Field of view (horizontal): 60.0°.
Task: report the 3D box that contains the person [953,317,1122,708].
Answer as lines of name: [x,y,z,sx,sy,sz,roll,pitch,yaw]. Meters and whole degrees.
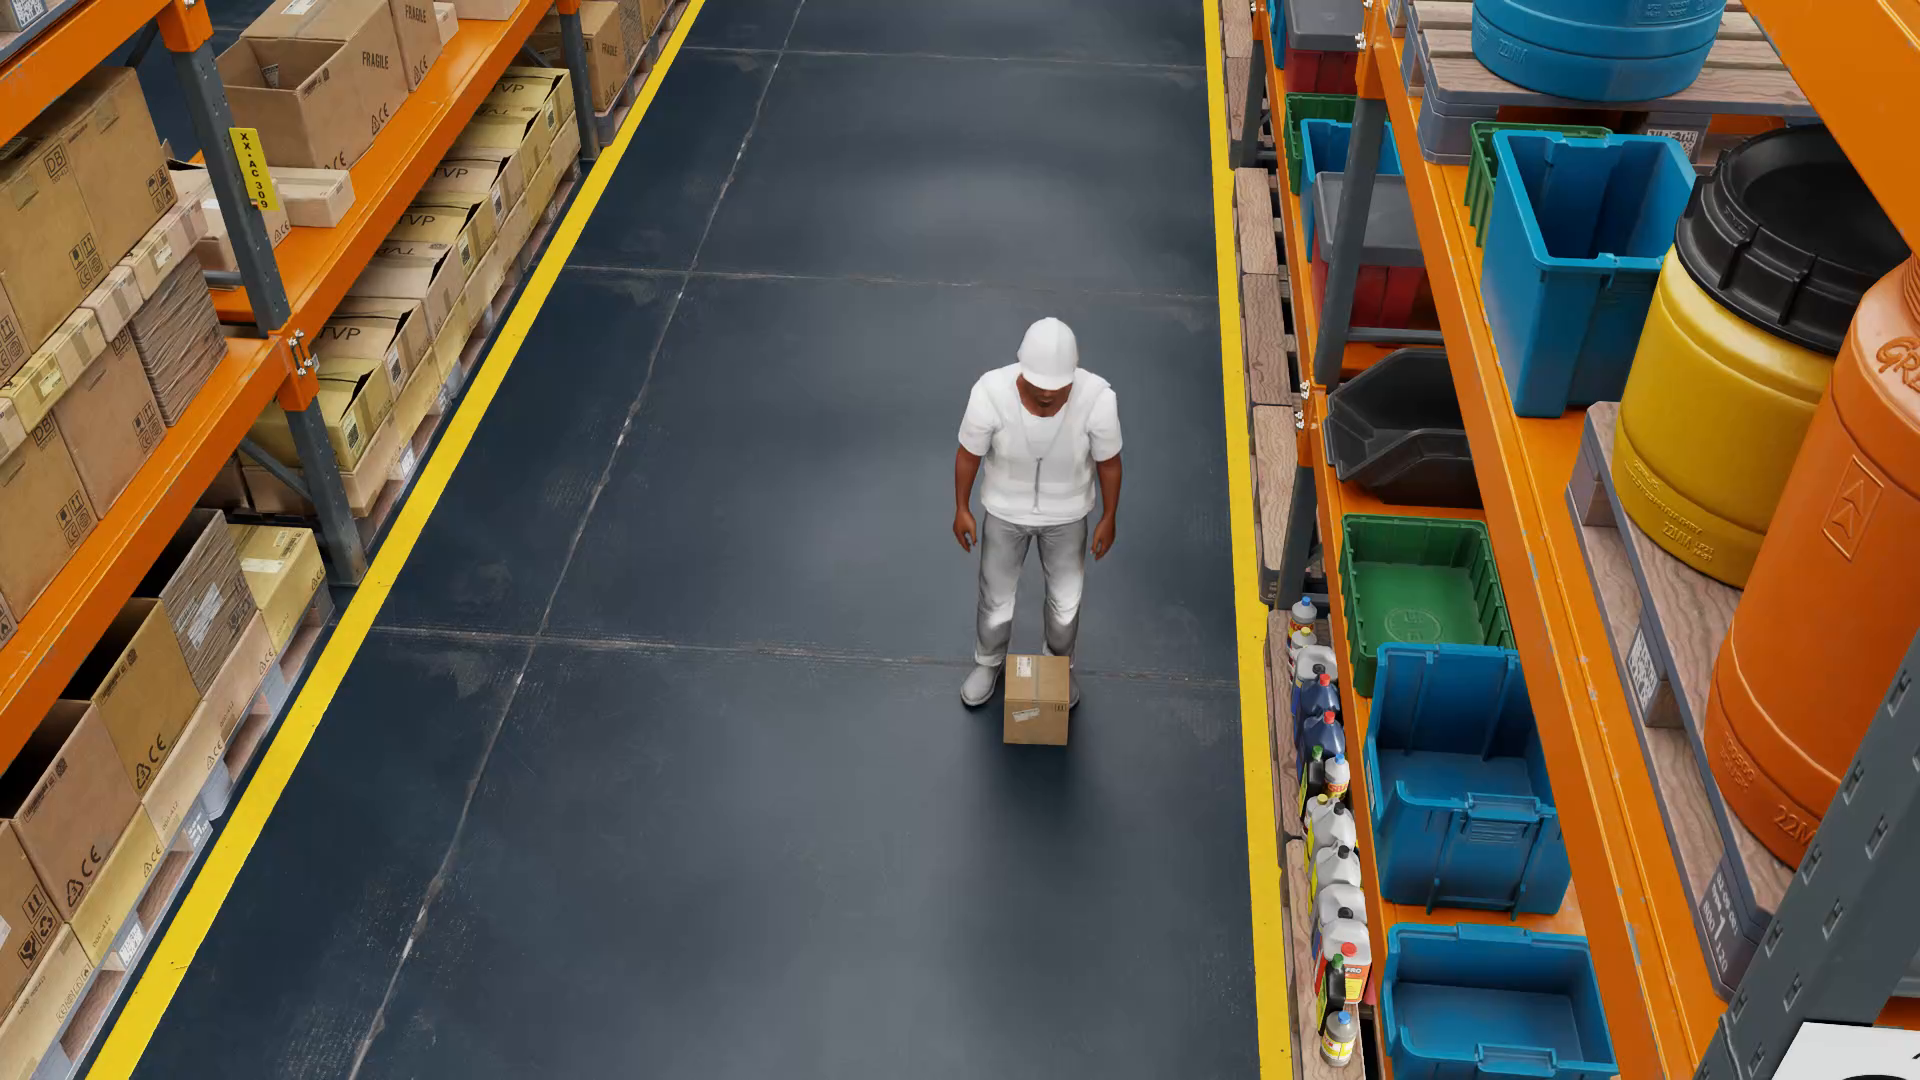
person: [0.285,-0.097,6.259,0.625,1.760,0.459,2,40,3]
